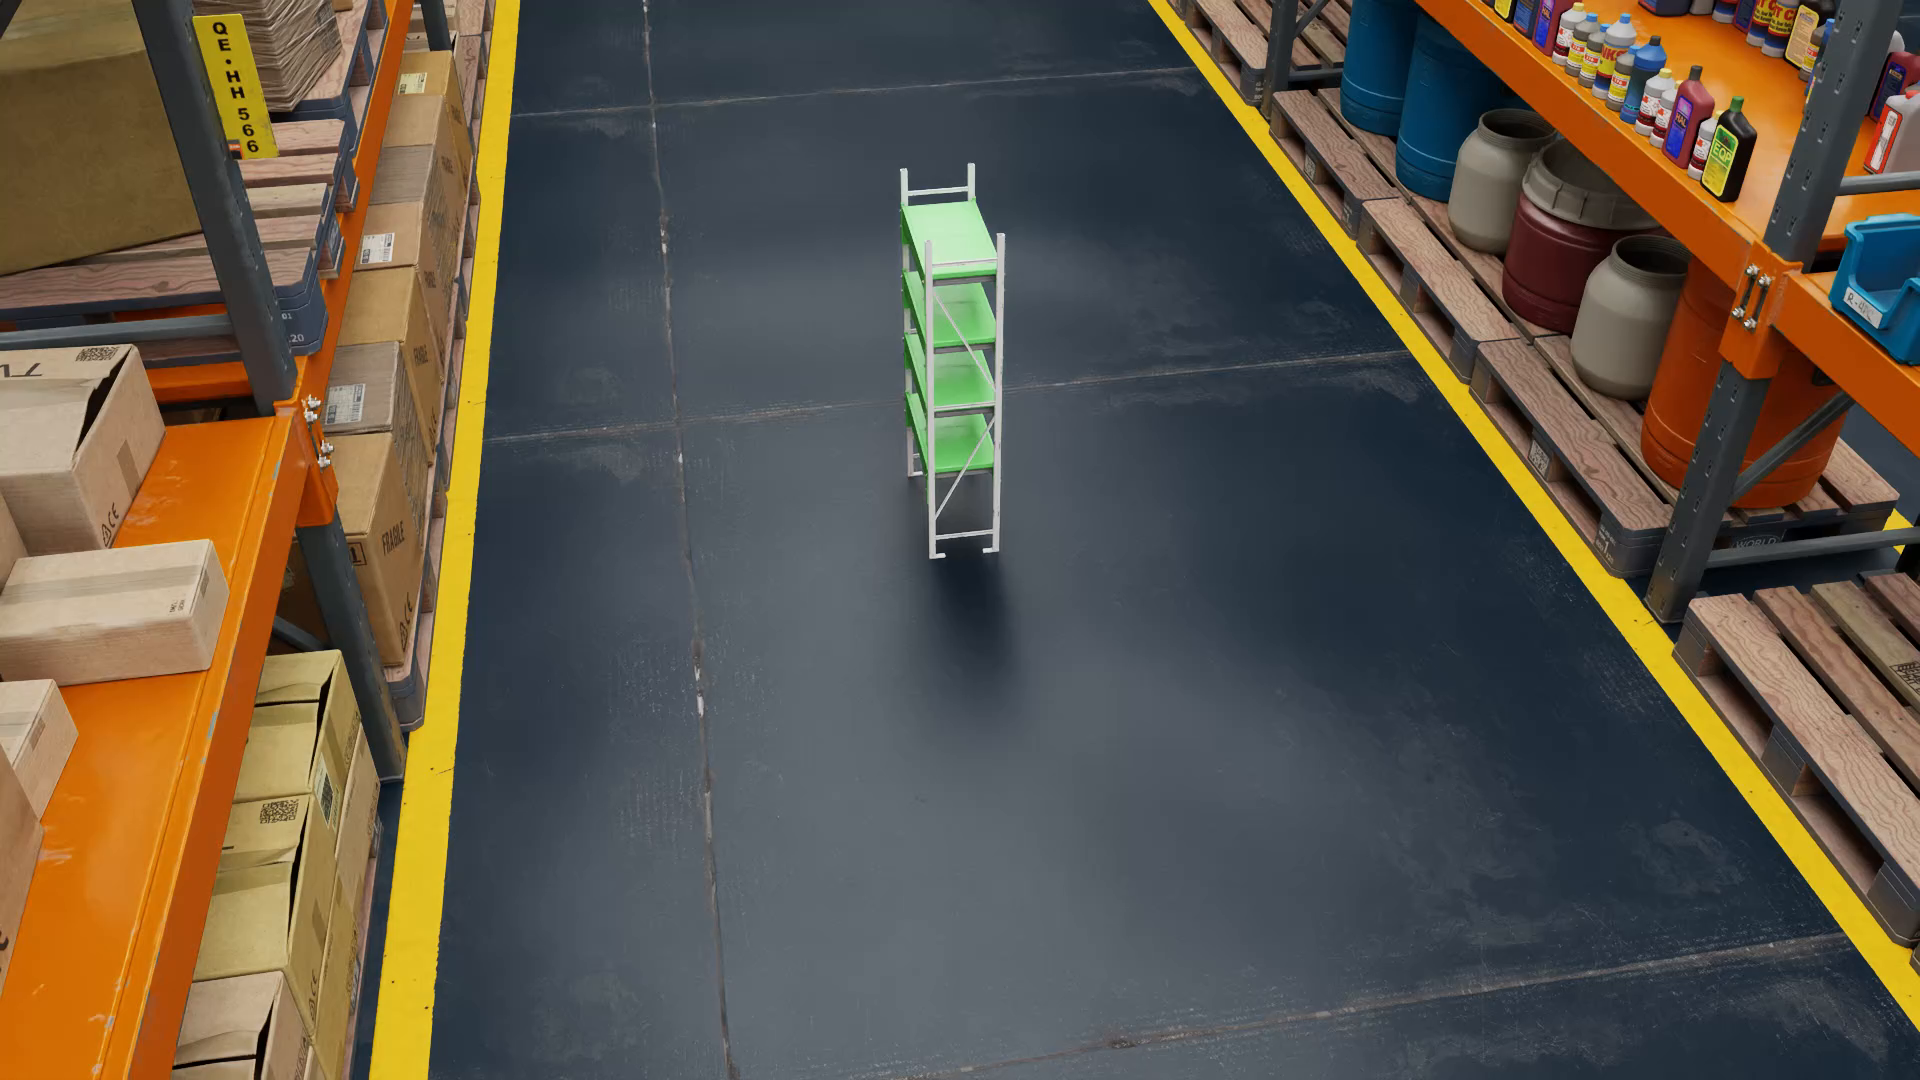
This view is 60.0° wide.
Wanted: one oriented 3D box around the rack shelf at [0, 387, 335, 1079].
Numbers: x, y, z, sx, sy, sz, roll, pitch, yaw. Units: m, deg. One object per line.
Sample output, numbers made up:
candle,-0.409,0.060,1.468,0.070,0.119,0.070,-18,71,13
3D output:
rack shelf,-1.773,1.027,2.570,1.077,0.370,4.000,-6,38,-8

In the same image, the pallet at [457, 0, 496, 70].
pallet,-3.161,-2.933,9.354,1.003,0.211,1.213,-6,38,-8

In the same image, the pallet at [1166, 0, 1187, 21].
pallet,1.668,-3.489,10.069,1.003,0.211,1.213,-6,38,-8

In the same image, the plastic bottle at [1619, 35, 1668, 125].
plastic bottle,2.186,-1.472,5.305,0.097,0.271,0.097,0,38,0

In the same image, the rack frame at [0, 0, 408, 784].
rack frame,-2.123,-0.465,3.904,1.000,3.000,0.127,-6,38,-8

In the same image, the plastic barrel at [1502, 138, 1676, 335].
plastic barrel,2.453,-1.185,6.454,0.600,0.588,0.708,-6,38,-8

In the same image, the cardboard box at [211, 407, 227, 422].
cardboard box,-2.518,-0.192,5.231,0.500,0.500,0.500,-5,38,-6

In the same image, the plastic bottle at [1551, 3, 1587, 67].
plastic bottle,2.101,-1.738,5.705,0.097,0.201,0.097,0,38,0

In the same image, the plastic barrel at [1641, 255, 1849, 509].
plastic barrel,2.651,-0.598,5.502,0.600,0.830,0.708,-6,38,-8

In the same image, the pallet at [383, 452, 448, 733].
pallet,-2.217,0.181,5.345,1.003,0.211,1.213,-6,38,-8

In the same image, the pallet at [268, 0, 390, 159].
pallet,-2.469,-1.564,5.474,1.003,0.211,1.213,-6,38,-8

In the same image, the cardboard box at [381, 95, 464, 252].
cardboard box,-2.377,-1.501,6.916,0.500,0.500,0.500,-6,38,-8

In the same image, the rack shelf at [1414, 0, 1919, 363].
rack shelf,2.403,-1.920,6.363,1.077,0.370,4.000,-6,38,-8

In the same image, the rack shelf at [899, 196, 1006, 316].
rack shelf,-0.029,-0.902,5.255,0.258,0.148,0.480,-6,38,-8

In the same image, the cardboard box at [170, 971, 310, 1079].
cardboard box,-1.606,1.141,3.278,0.500,0.311,0.500,-6,38,-8

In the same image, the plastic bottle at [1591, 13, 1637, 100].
plastic bottle,2.152,-1.590,5.456,0.097,0.271,0.097,0,38,0

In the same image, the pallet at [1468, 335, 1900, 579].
pallet,2.575,-0.366,6.050,1.003,0.211,1.213,-6,38,-8

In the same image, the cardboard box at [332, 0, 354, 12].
cardboard box,-2.454,-2.026,5.489,0.700,0.500,0.500,-16,41,-19

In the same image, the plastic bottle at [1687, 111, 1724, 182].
plastic bottle,2.261,-1.188,4.996,0.097,0.201,0.097,0,38,0

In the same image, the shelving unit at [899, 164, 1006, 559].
shelving unit,-0.029,-0.574,5.511,0.258,1.200,0.503,-6,38,-8

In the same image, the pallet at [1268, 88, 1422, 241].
pallet,2.147,-1.840,7.947,1.003,0.211,1.213,-6,38,-8

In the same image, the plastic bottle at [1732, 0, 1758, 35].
plastic bottle,2.839,-1.949,5.909,0.061,0.283,0.133,-6,38,-8

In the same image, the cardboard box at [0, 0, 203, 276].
cardboard box,-2.345,-1.039,4.219,0.700,0.500,0.500,-19,42,-23

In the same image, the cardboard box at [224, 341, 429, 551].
cardboard box,-2.019,-0.273,5.336,0.500,0.500,0.500,-8,38,-10

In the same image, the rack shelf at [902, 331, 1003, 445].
rack shelf,-0.029,-0.523,5.550,0.258,0.148,0.480,-6,38,-8

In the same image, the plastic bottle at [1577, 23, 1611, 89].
plastic bottle,2.135,-1.621,5.553,0.097,0.201,0.097,0,38,0

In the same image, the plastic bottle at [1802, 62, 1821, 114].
plastic bottle,2.796,-1.468,5.357,0.097,0.201,0.097,0,38,0

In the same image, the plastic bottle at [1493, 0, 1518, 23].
plastic bottle,2.007,-2.031,6.014,0.061,0.283,0.133,-6,38,-8

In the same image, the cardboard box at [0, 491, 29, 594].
cardboard box,-2.157,0.131,3.209,0.500,0.311,0.500,-7,38,-8

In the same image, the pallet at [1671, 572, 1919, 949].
pallet,2.852,0.577,4.835,1.003,0.211,1.213,-6,38,-8

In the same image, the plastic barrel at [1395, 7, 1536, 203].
plastic barrel,2.255,-1.991,7.236,0.600,0.901,0.708,-6,38,-8

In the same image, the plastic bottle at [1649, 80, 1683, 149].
plastic bottle,2.220,-1.327,5.175,0.097,0.201,0.097,0,38,0

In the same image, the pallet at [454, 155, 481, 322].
pallet,-2.645,-1.293,7.242,1.003,0.211,1.213,-6,38,-8

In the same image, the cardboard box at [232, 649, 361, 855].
cardboard box,-1.789,0.523,4.074,0.500,0.311,0.500,-5,38,-7

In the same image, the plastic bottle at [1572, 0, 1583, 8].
plastic bottle,2.172,-1.966,5.930,0.061,0.283,0.133,-6,38,-8

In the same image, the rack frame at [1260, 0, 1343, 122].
rack frame,2.053,-3.412,7.697,1.000,3.000,0.127,-6,38,-8

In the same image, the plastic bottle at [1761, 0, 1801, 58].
plastic bottle,2.858,-1.814,5.744,0.097,0.271,0.097,0,38,0

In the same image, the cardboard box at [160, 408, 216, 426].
cardboard box,-2.532,-0.521,5.044,0.500,0.250,0.500,-5,38,-6

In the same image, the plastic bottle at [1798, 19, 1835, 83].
plastic bottle,2.899,-1.647,5.586,0.097,0.201,0.097,0,38,0

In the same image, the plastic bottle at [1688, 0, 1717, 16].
plastic bottle,2.753,-2.081,6.084,0.152,0.276,0.135,-6,38,-8

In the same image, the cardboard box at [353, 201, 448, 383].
cardboard box,-2.199,-0.891,6.131,0.500,0.500,0.500,-7,38,-9

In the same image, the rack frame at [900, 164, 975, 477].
rack frame,-0.072,-0.721,5.700,0.240,1.200,0.015,-6,38,-8

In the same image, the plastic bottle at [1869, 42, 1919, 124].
plastic bottle,2.984,-1.449,5.266,0.061,0.283,0.133,-6,38,-8

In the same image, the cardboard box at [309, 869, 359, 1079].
cardboard box,-1.697,1.057,3.843,0.500,0.250,0.500,-7,38,-8

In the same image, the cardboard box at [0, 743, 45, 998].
cardboard box,-1.813,0.507,2.571,0.500,0.500,0.500,-8,39,-10

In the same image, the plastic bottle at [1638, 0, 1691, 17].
plastic bottle,2.603,-2.109,6.060,0.144,0.351,0.185,-6,38,-8

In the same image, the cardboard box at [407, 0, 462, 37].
cardboard box,-2.847,-2.734,8.776,0.380,0.166,0.250,-6,38,-8
